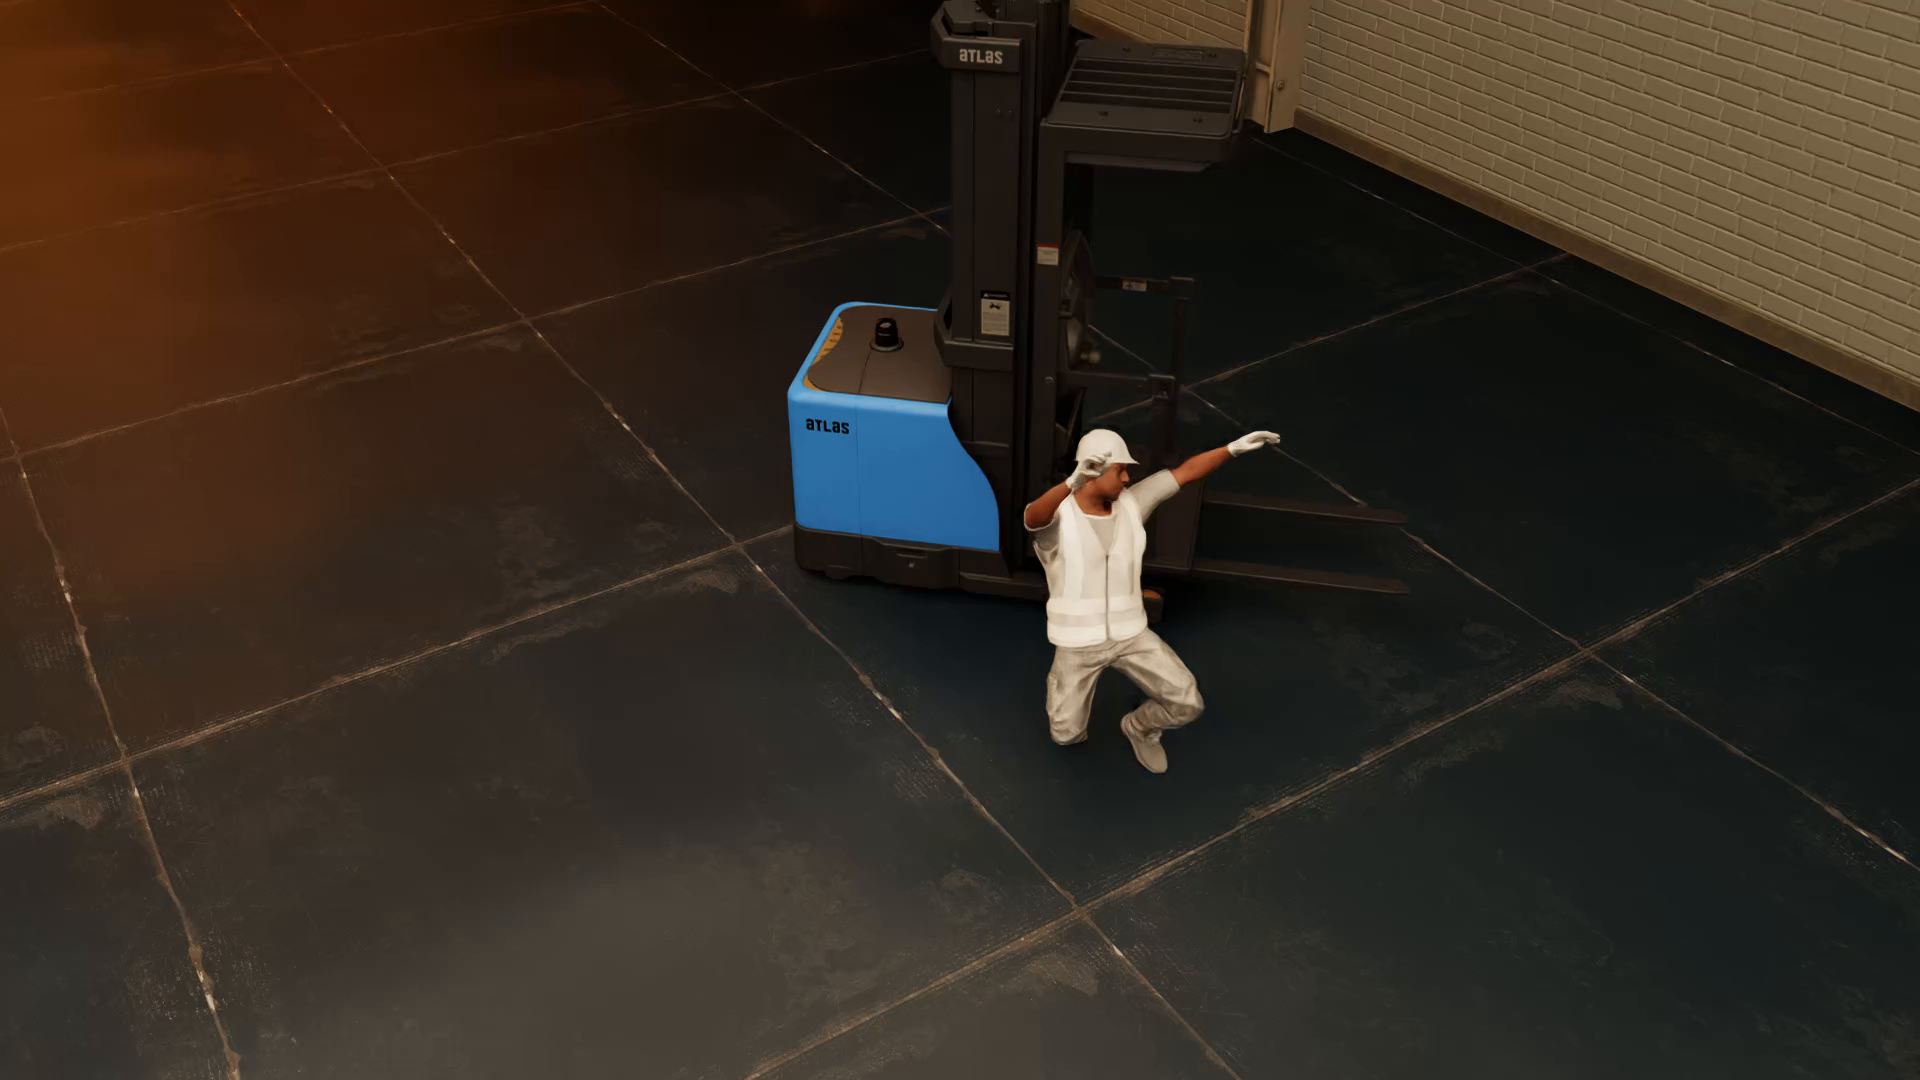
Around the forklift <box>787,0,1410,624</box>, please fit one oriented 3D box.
[{"bbox_3d":[0.735,-1.125,7.749,3.031,2.935,1.130,7,36,9],"label":"forklift"}]

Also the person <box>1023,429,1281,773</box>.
[{"bbox_3d":[0.802,0.245,6.919,1.122,1.678,0.822,-8,36,-11],"label":"person"}]
